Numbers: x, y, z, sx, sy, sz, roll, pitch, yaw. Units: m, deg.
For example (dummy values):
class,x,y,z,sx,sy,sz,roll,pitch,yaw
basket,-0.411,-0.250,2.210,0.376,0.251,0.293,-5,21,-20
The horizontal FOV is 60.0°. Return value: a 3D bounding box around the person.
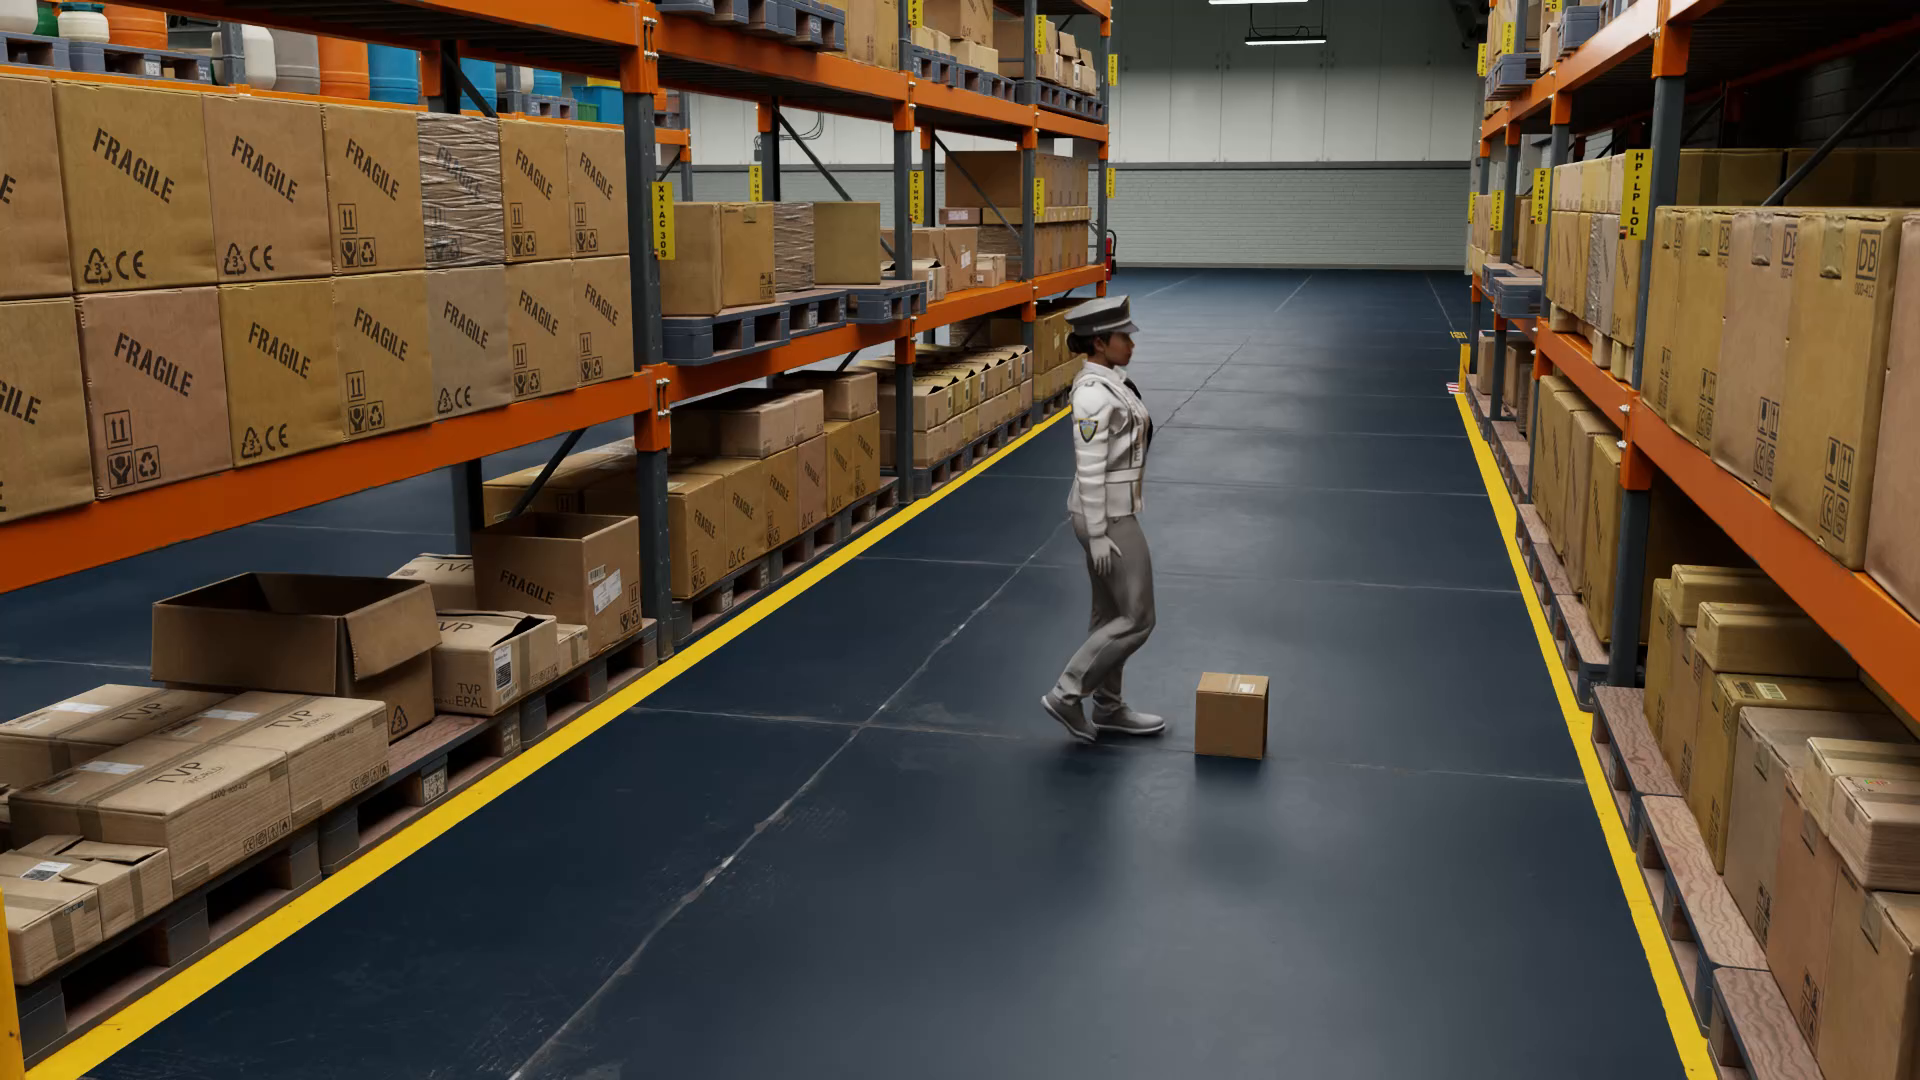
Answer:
class,x,y,z,sx,sy,sz,roll,pitch,yaw
person,0.552,-0.074,6.228,0.470,1.682,0.503,1,12,5
